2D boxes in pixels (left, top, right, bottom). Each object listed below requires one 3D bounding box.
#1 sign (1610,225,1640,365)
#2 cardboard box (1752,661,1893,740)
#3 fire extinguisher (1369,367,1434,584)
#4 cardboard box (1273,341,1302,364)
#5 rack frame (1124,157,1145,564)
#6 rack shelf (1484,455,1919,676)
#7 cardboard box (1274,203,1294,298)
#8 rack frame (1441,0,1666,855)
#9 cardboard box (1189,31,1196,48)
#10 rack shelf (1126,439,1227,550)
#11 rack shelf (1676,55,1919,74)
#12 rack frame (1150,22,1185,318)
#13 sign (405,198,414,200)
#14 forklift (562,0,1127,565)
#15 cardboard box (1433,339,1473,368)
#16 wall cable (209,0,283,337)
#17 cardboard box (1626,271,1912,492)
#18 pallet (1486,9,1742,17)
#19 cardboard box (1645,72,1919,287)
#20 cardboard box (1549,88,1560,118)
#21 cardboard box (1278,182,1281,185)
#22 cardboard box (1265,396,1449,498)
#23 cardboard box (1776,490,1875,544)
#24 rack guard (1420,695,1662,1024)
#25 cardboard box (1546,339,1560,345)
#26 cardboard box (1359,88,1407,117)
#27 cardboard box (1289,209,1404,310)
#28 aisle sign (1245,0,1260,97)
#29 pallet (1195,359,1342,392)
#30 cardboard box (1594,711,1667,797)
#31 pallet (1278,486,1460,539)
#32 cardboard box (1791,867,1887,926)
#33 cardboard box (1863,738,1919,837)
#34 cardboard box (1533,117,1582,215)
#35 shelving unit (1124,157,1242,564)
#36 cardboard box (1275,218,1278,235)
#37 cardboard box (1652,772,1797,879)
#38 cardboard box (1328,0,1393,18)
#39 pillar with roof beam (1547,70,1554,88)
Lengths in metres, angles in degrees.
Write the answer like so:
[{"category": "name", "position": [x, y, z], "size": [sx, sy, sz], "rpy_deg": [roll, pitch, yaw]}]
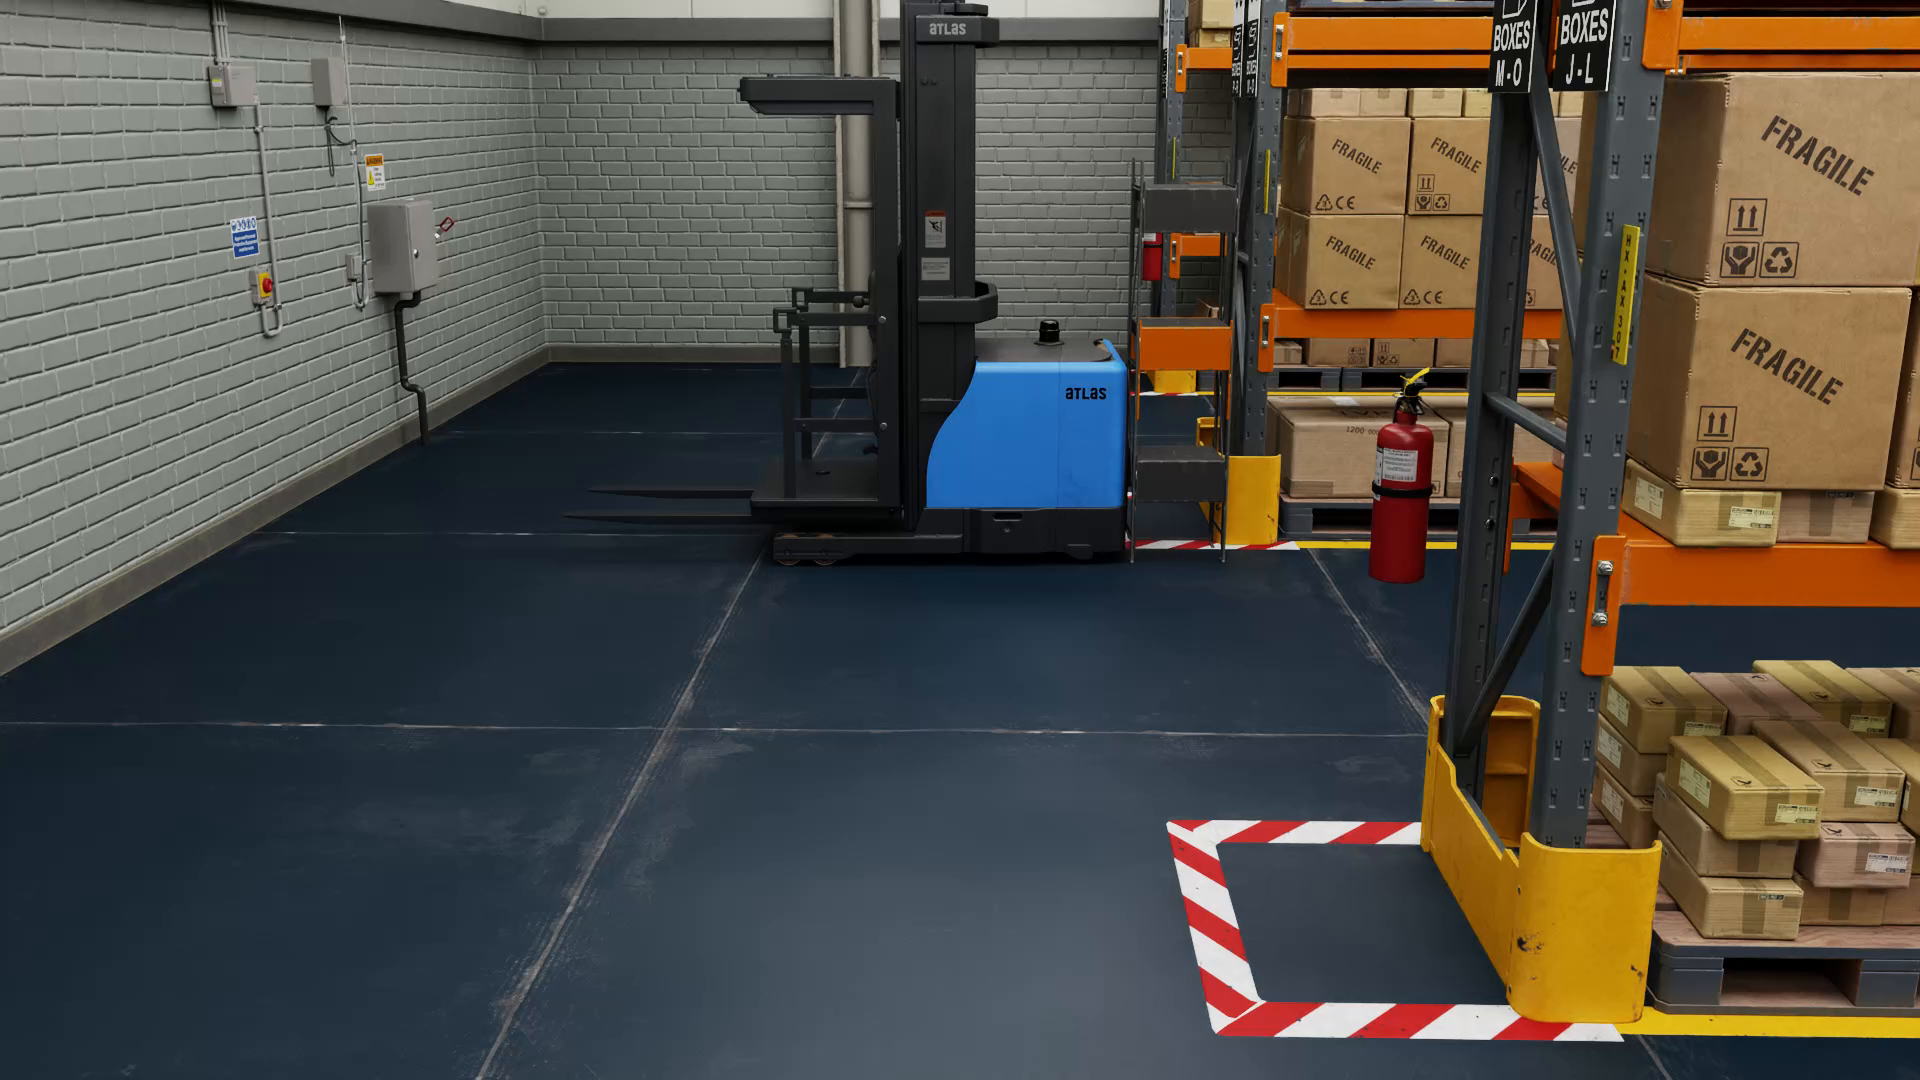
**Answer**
[{"category": "sign", "position": [1.596, -0.589, 3.995], "size": [0.005, 0.325, 0.100], "rpy_deg": [0, 15, 1]}, {"category": "cardboard box", "position": [2.657, 0.504, 5.150], "size": [0.250, 0.149, 0.380], "rpy_deg": [0, 15, 0]}, {"category": "fire extinguisher", "position": [1.370, -0.210, 5.139], "size": [0.183, 0.674, 0.296], "rpy_deg": [0, 15, 1]}, {"category": "cardboard box", "position": [2.791, -1.621, 14.370], "size": [0.250, 0.149, 0.380], "rpy_deg": [0, 15, -1]}, {"category": "rack frame", "position": [0.912, -0.939, 8.781], "size": [0.015, 2.100, 0.400], "rpy_deg": [0, 15, -1]}, {"category": "rack shelf", "position": [3.609, 0.052, 4.672], "size": [4.000, 0.370, 1.077], "rpy_deg": [0, 15, 1]}, {"category": "cardboard box", "position": [2.124, -1.684, 9.648], "size": [0.500, 0.500, 0.500], "rpy_deg": [0, 15, 2]}, {"category": "rack frame", "position": [1.610, -0.309, 4.630], "size": [0.127, 3.000, 1.000], "rpy_deg": [0, 15, 1]}, {"category": "cardboard box", "position": [2.084, -4.223, 14.080], "size": [0.250, 0.149, 0.380], "rpy_deg": [1, 15, 3]}, {"category": "rack shelf", "position": [1.156, -0.250, 8.969], "size": [0.480, 0.518, 0.431], "rpy_deg": [0, 15, -1]}, {"category": "rack shelf", "position": [7.756, -3.901, 13.776], "size": [4.000, 0.370, 1.077], "rpy_deg": [0, 15, 1]}, {"category": "rack frame", "position": [1.758, -2.837, 14.215], "size": [0.127, 3.000, 1.000], "rpy_deg": [0, 15, 1]}, {"category": "sign", "position": [-3.997, -2.218, 12.055], "size": [0.001, 0.494, 0.329], "rpy_deg": [0, 15, 1]}, {"category": "forklift", "position": [-0.630, -1.417, 8.966], "size": [3.031, 2.935, 1.130], "rpy_deg": [0, 15, 0]}, {"category": "cardboard box", "position": [4.259, -1.781, 14.289], "size": [0.500, 0.500, 0.700], "rpy_deg": [0, 15, -1]}, {"category": "wall cable", "position": [-4.002, -2.109, 9.400], "size": [0.123, 1.953, 0.585], "rpy_deg": [0, 15, 1]}, {"category": "cardboard box", "position": [2.052, -0.427, 4.301], "size": [0.500, 0.500, 0.500], "rpy_deg": [1, 15, 4]}, {"category": "pallet", "position": [3.600, -2.970, 9.010], "size": [1.213, 0.211, 1.003], "rpy_deg": [0, 15, 1]}, {"category": "cardboard box", "position": [2.052, -0.914, 4.184], "size": [0.500, 0.500, 0.500], "rpy_deg": [0, 15, 1]}, {"category": "cardboard box", "position": [3.031, -2.344, 8.918], "size": [0.250, 0.149, 0.380], "rpy_deg": [1, 15, 2]}, {"category": "cardboard box", "position": [2.740, -2.970, 14.427], "size": [0.500, 0.250, 0.500], "rpy_deg": [0, 15, 2]}, {"category": "cardboard box", "position": [2.298, -0.557, 9.770], "size": [0.875, 0.438, 0.875], "rpy_deg": [0, 15, 0]}, {"category": "cardboard box", "position": [2.181, -0.110, 4.370], "size": [0.250, 0.149, 0.380], "rpy_deg": [1, 15, 3]}, {"category": "rack guard", "position": [1.686, 0.901, 4.947], "size": [0.348, 0.500, 1.175], "rpy_deg": [0, 15, 1]}, {"category": "cardboard box", "position": [5.103, -1.779, 14.650], "size": [0.500, 0.311, 0.500], "rpy_deg": [1, 15, 3]}, {"category": "cardboard box", "position": [2.247, -2.361, 8.980], "size": [0.250, 0.149, 0.380], "rpy_deg": [1, 15, 3]}, {"category": "cardboard box", "position": [2.108, -1.544, 9.115], "size": [0.500, 0.500, 0.500], "rpy_deg": [0, 15, 1]}, {"category": "aisle sign", "position": [1.556, -2.755, 8.807], "size": [0.004, 0.787, 0.394], "rpy_deg": [0, 15, 1]}, {"category": "pallet", "position": [2.631, -1.484, 14.550], "size": [1.213, 0.211, 1.003], "rpy_deg": [0, 15, 1]}, {"category": "cardboard box", "position": [2.145, 0.654, 5.165], "size": [0.250, 0.149, 0.380], "rpy_deg": [0, 15, 0]}, {"category": "pallet", "position": [2.437, -0.238, 9.828], "size": [1.213, 0.211, 1.003], "rpy_deg": [0, 15, 1]}, {"category": "cardboard box", "position": [2.389, 0.933, 4.690], "size": [0.250, 0.149, 0.380], "rpy_deg": [0, 15, 1]}, {"category": "cardboard box", "position": [2.652, 0.675, 4.502], "size": [0.250, 0.149, 0.380], "rpy_deg": [0, 15, 1]}, {"category": "cardboard box", "position": [3.139, -2.025, 8.978], "size": [0.500, 0.500, 0.500], "rpy_deg": [0, 15, 1]}, {"category": "shelving unit", "position": [1.156, -0.940, 8.787], "size": [0.503, 2.100, 0.431], "rpy_deg": [0, 15, -1]}, {"category": "cardboard box", "position": [2.599, -2.661, 14.039], "size": [0.250, 0.149, 0.380], "rpy_deg": [0, 15, 1]}, {"category": "cardboard box", "position": [2.127, 0.792, 4.641], "size": [0.250, 0.149, 0.380], "rpy_deg": [1, 15, 4]}, {"category": "cardboard box", "position": [3.215, -4.282, 13.521], "size": [0.500, 0.250, 0.500], "rpy_deg": [0, 15, 0]}, {"category": "pillar with roof beam", "position": [4.974, -4.849, 10.078], "size": [0.400, 9.000, 9.100], "rpy_deg": [0, 15, 1]}]
